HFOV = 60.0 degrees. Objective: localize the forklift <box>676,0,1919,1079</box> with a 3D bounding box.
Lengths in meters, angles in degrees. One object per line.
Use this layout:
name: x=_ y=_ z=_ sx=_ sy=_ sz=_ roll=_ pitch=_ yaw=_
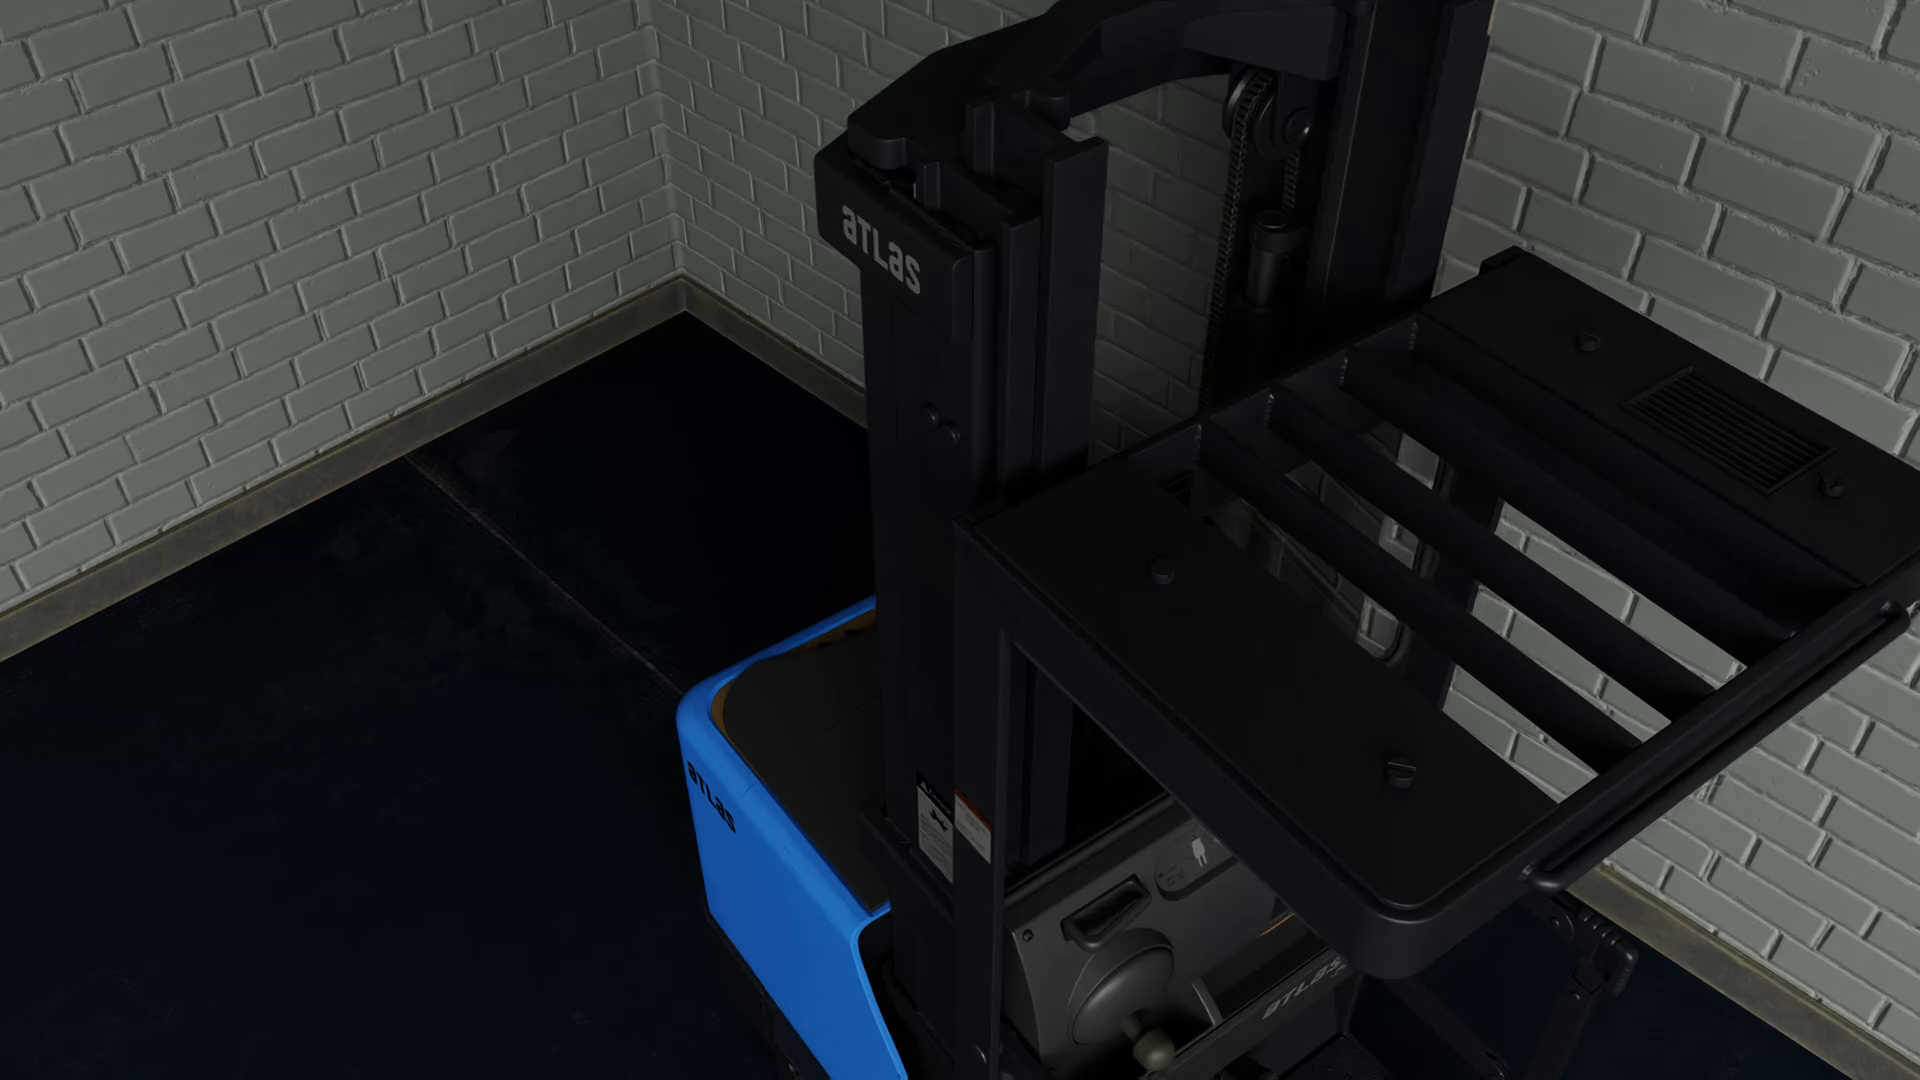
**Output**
forklift: x=0.607 y=0.680 z=2.855 sx=1.130 sy=2.935 sz=3.031 roll=-26 pitch=49 yaw=-26
